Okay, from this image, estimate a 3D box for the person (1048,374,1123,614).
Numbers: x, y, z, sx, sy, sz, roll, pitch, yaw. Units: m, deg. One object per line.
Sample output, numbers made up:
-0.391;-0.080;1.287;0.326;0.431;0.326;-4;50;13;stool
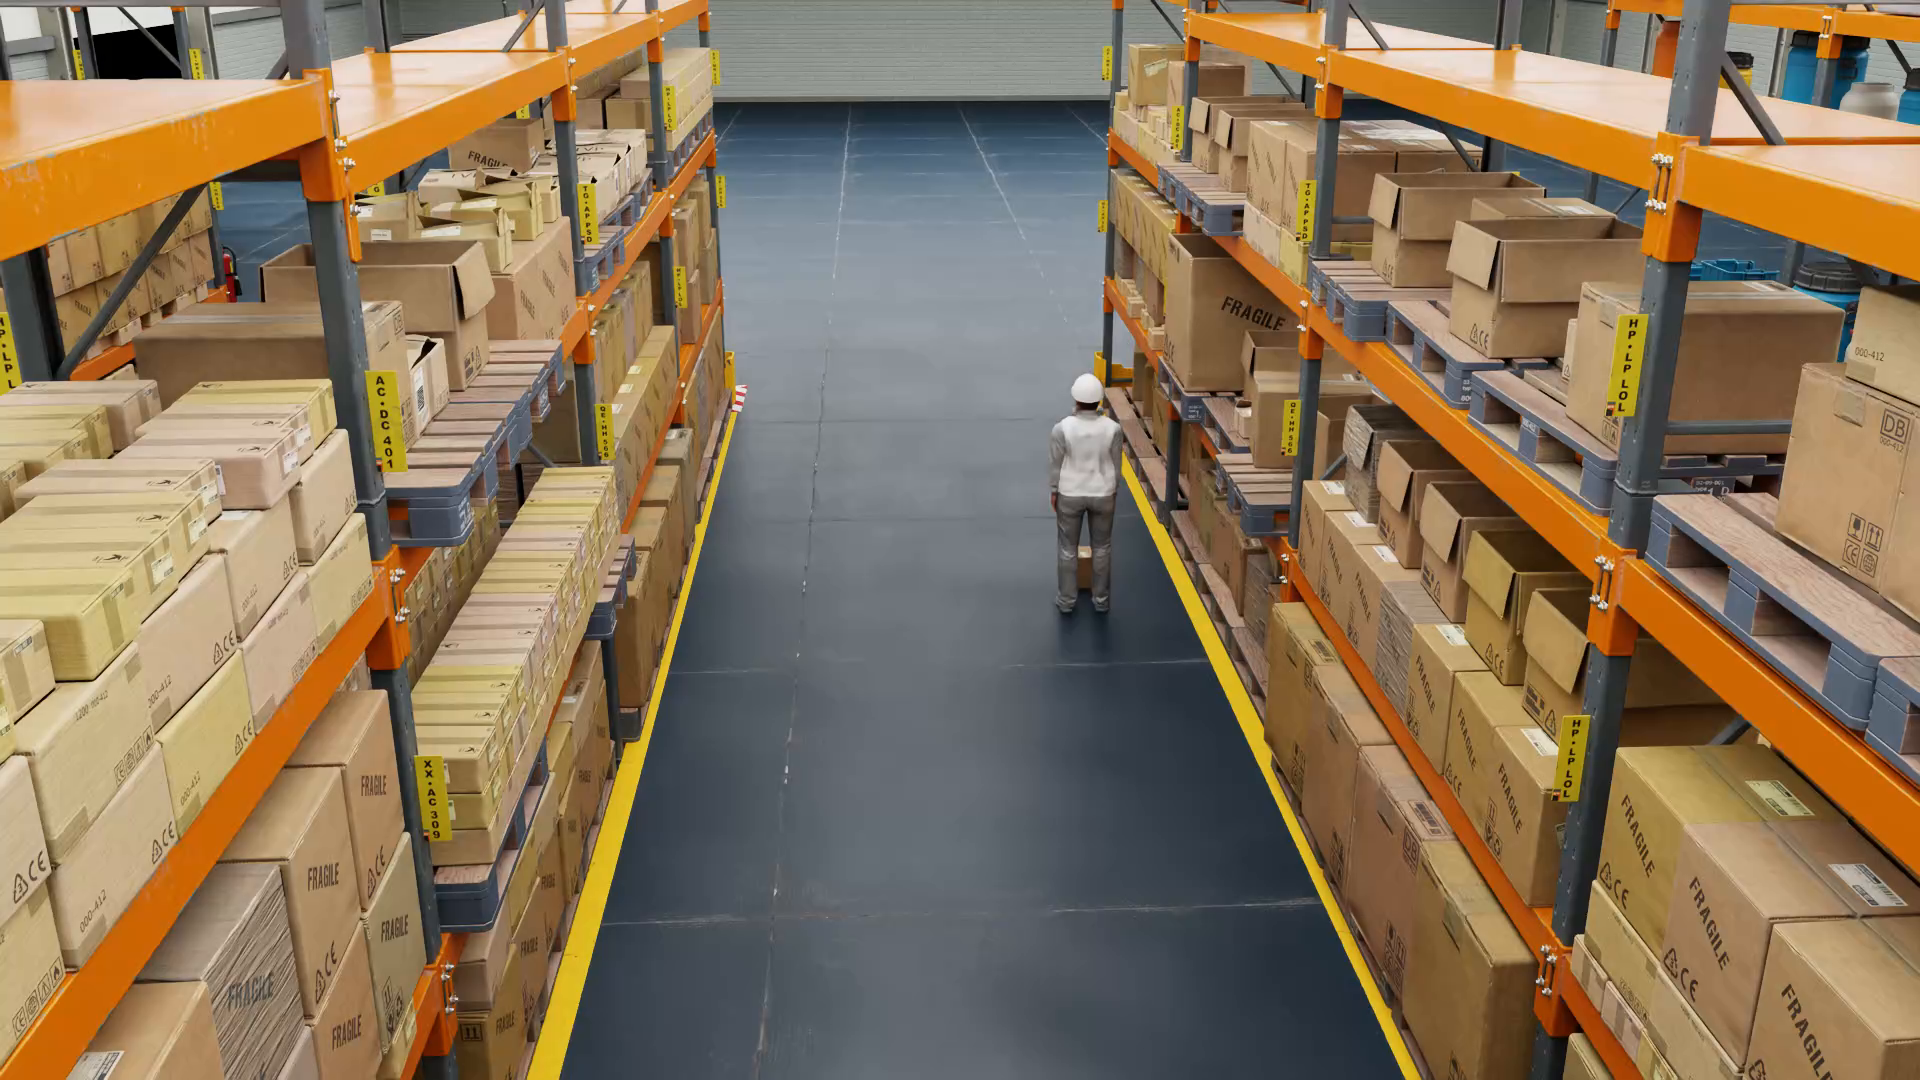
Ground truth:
0.892;-0.338;11.956;0.530;1.769;0.358;-1;20;-2;person
